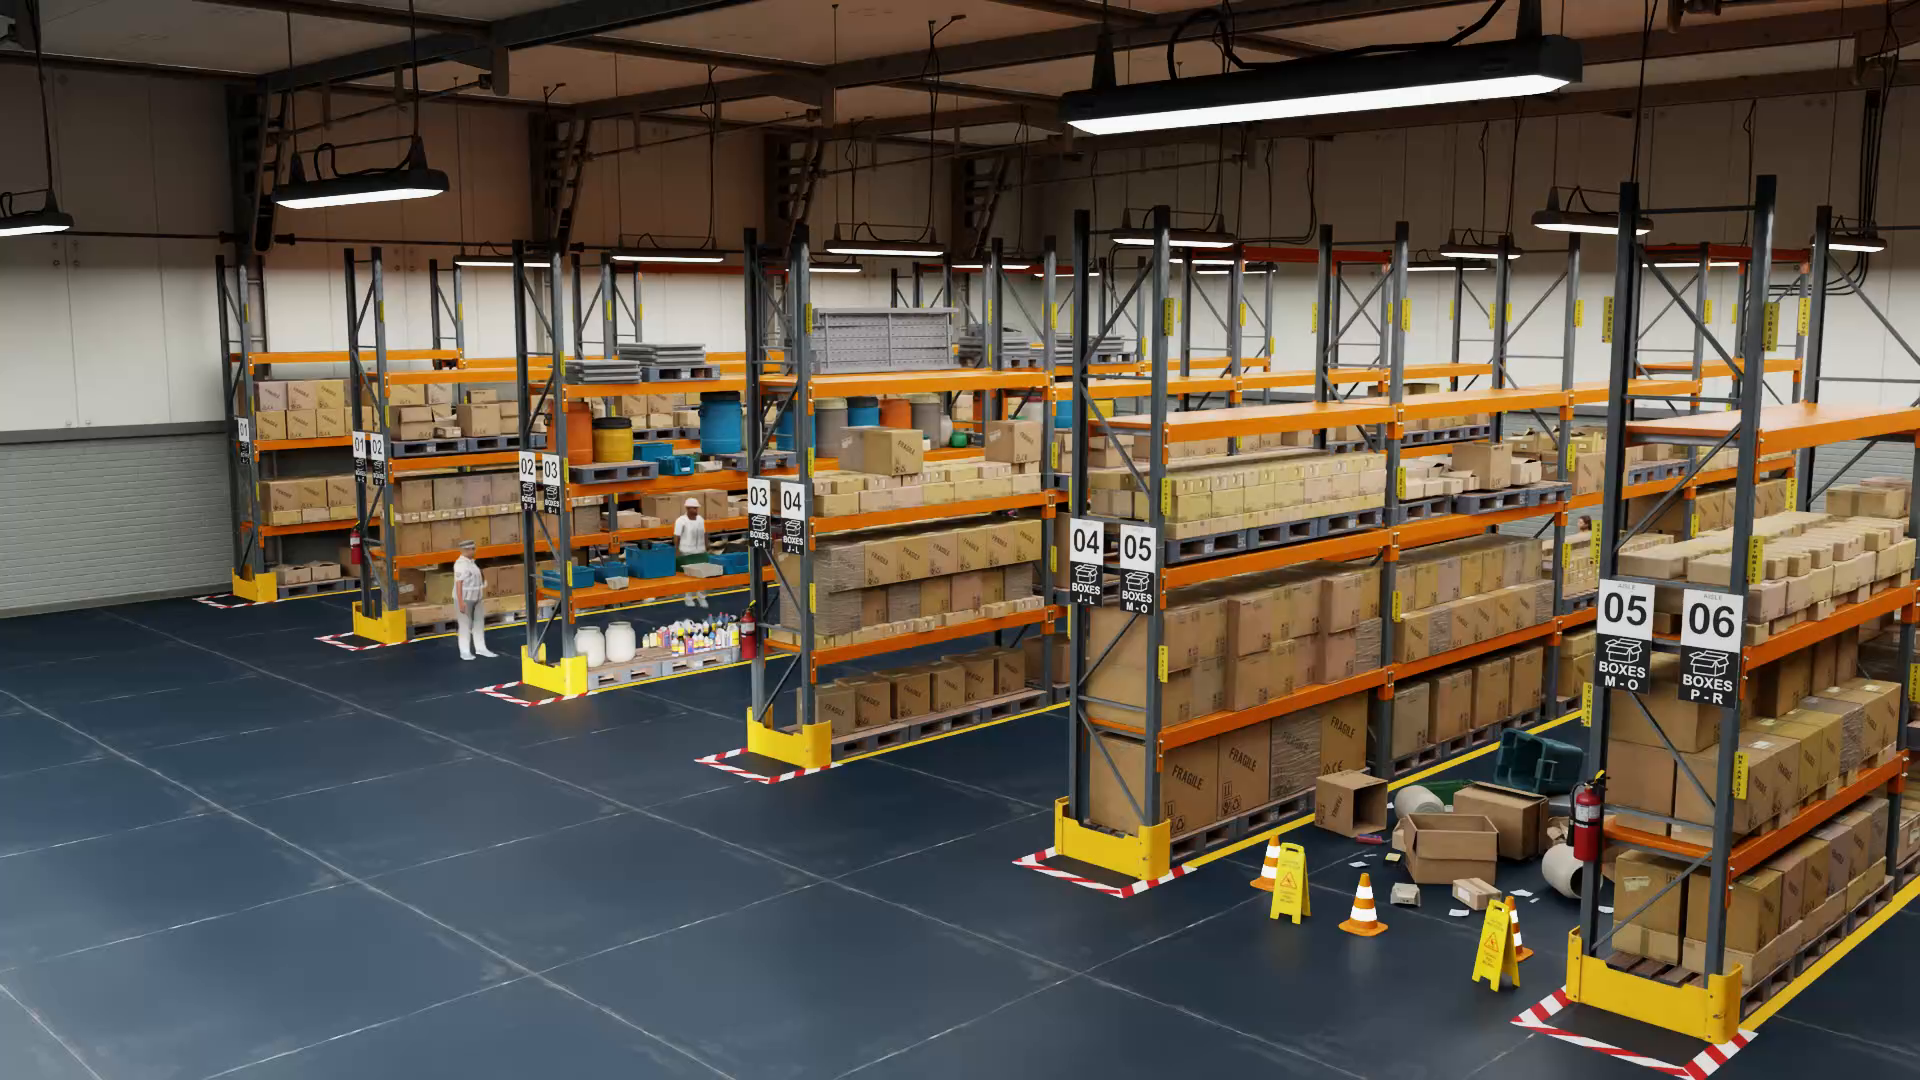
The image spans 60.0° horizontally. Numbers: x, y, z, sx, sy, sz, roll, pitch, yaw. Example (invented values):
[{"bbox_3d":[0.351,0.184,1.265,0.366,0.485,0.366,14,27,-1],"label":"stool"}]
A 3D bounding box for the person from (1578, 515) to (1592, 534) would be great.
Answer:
[{"bbox_3d":[10.363,0.418,27.947,0.495,1.709,0.446,4,9,26],"label":"person"}]

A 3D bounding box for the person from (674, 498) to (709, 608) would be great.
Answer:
[{"bbox_3d":[-4.348,0.225,27.011,0.642,1.825,0.458,-6,10,-36],"label":"person"}]

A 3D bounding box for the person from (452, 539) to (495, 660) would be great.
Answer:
[{"bbox_3d":[-7.170,0.864,24.332,0.478,1.768,0.595,3,9,21],"label":"person"}]
